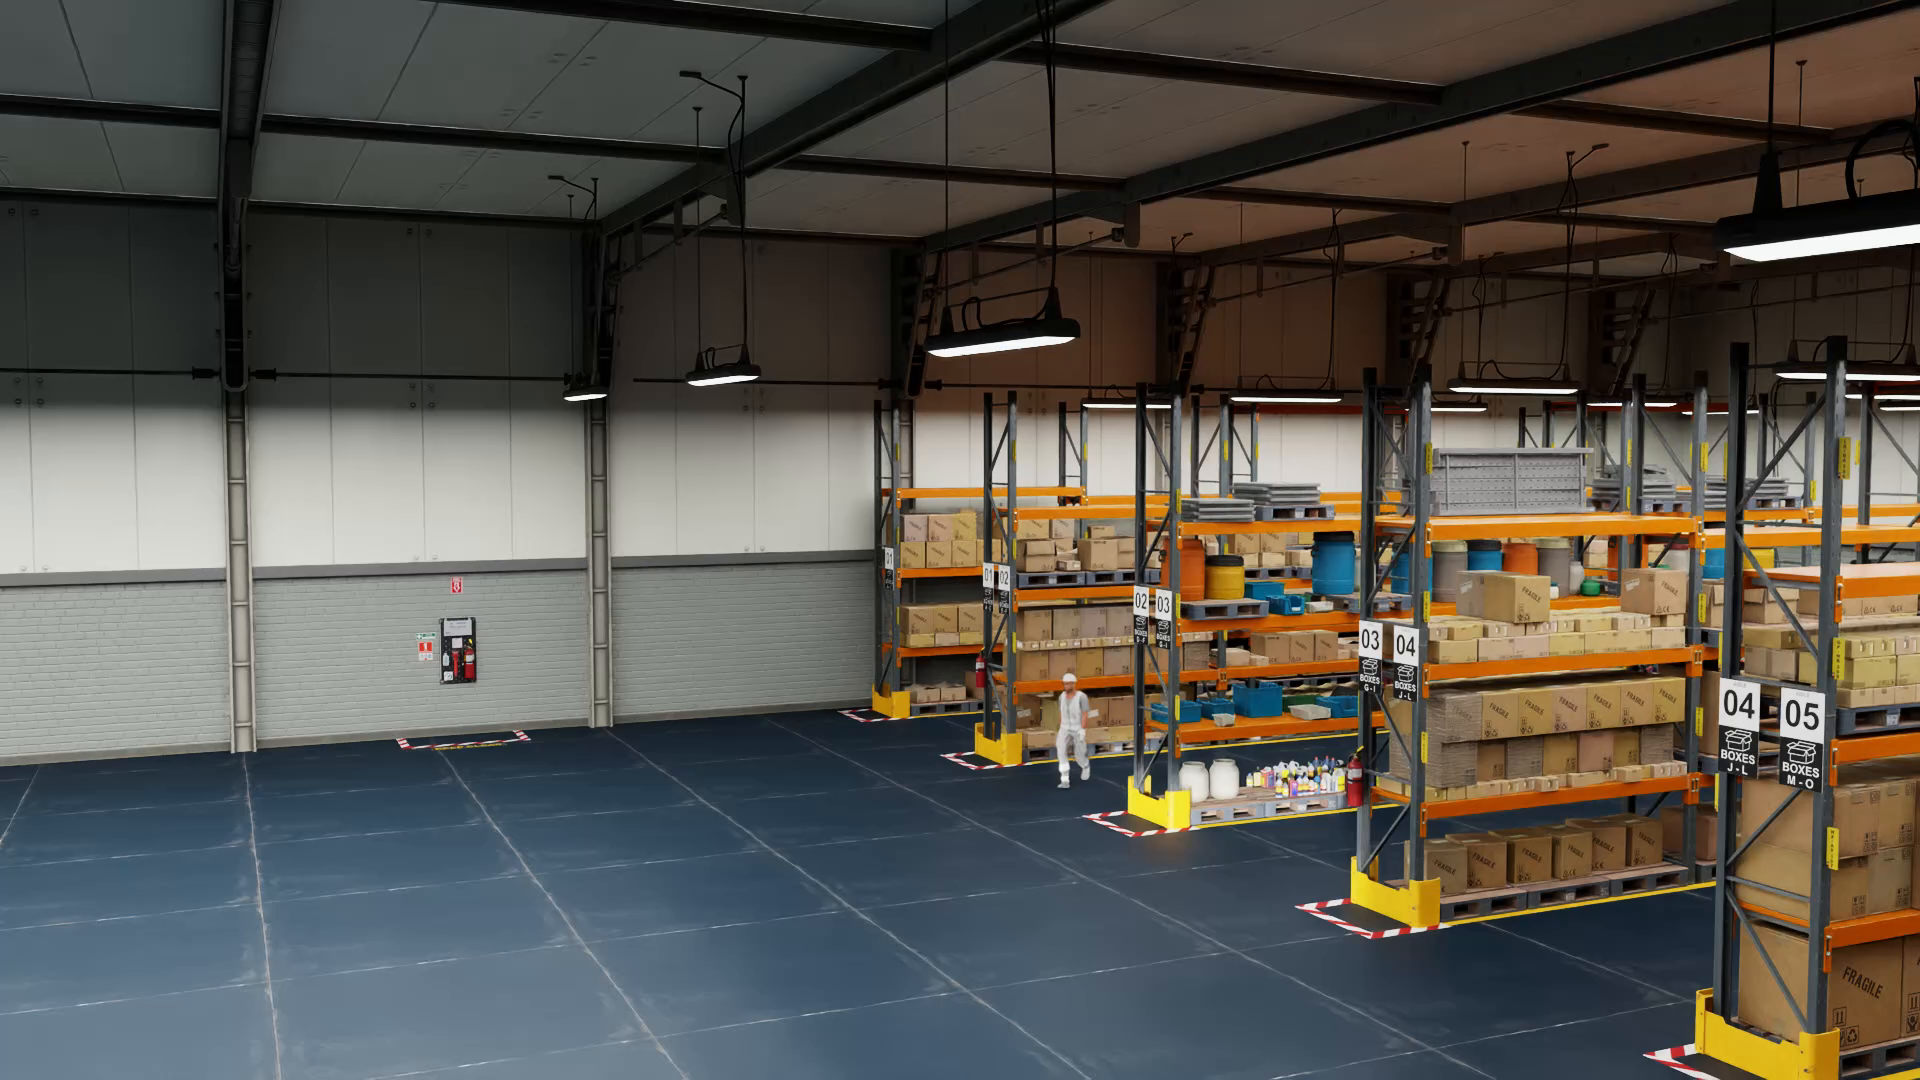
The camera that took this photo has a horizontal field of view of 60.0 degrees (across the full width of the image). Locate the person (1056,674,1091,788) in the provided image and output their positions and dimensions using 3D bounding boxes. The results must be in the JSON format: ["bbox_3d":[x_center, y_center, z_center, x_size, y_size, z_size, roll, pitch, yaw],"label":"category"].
[{"bbox_3d":[1.692,2.861,25.133,0.553,1.684,1.026,2,4,26],"label":"person"}]
